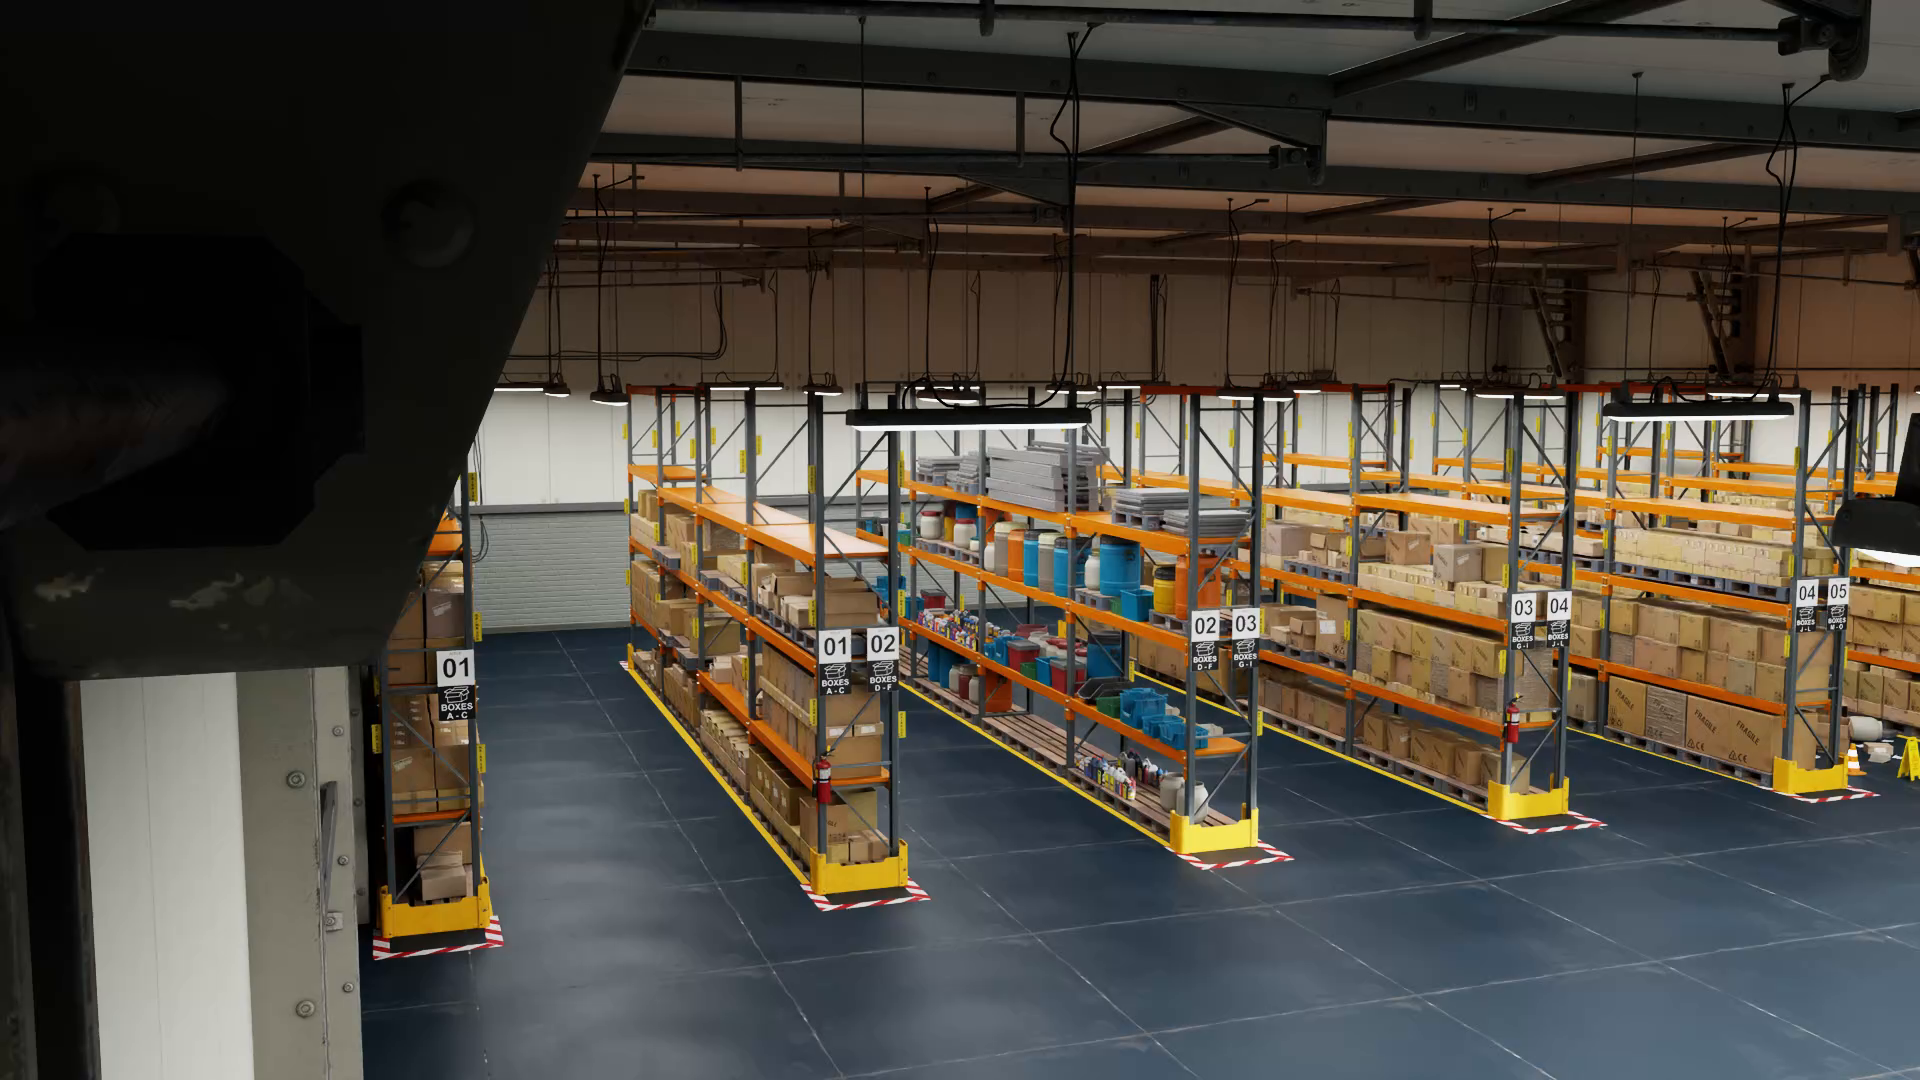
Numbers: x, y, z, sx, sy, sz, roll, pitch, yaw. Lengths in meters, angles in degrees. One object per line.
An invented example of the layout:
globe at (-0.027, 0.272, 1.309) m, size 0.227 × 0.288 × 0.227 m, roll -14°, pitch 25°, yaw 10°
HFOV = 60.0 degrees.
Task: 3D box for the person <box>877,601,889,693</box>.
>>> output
person at (-1.510, 2.012, 31.670) m, size 0.450 × 1.779 × 0.627 m, roll -5°, pitch 8°, yaw -42°
